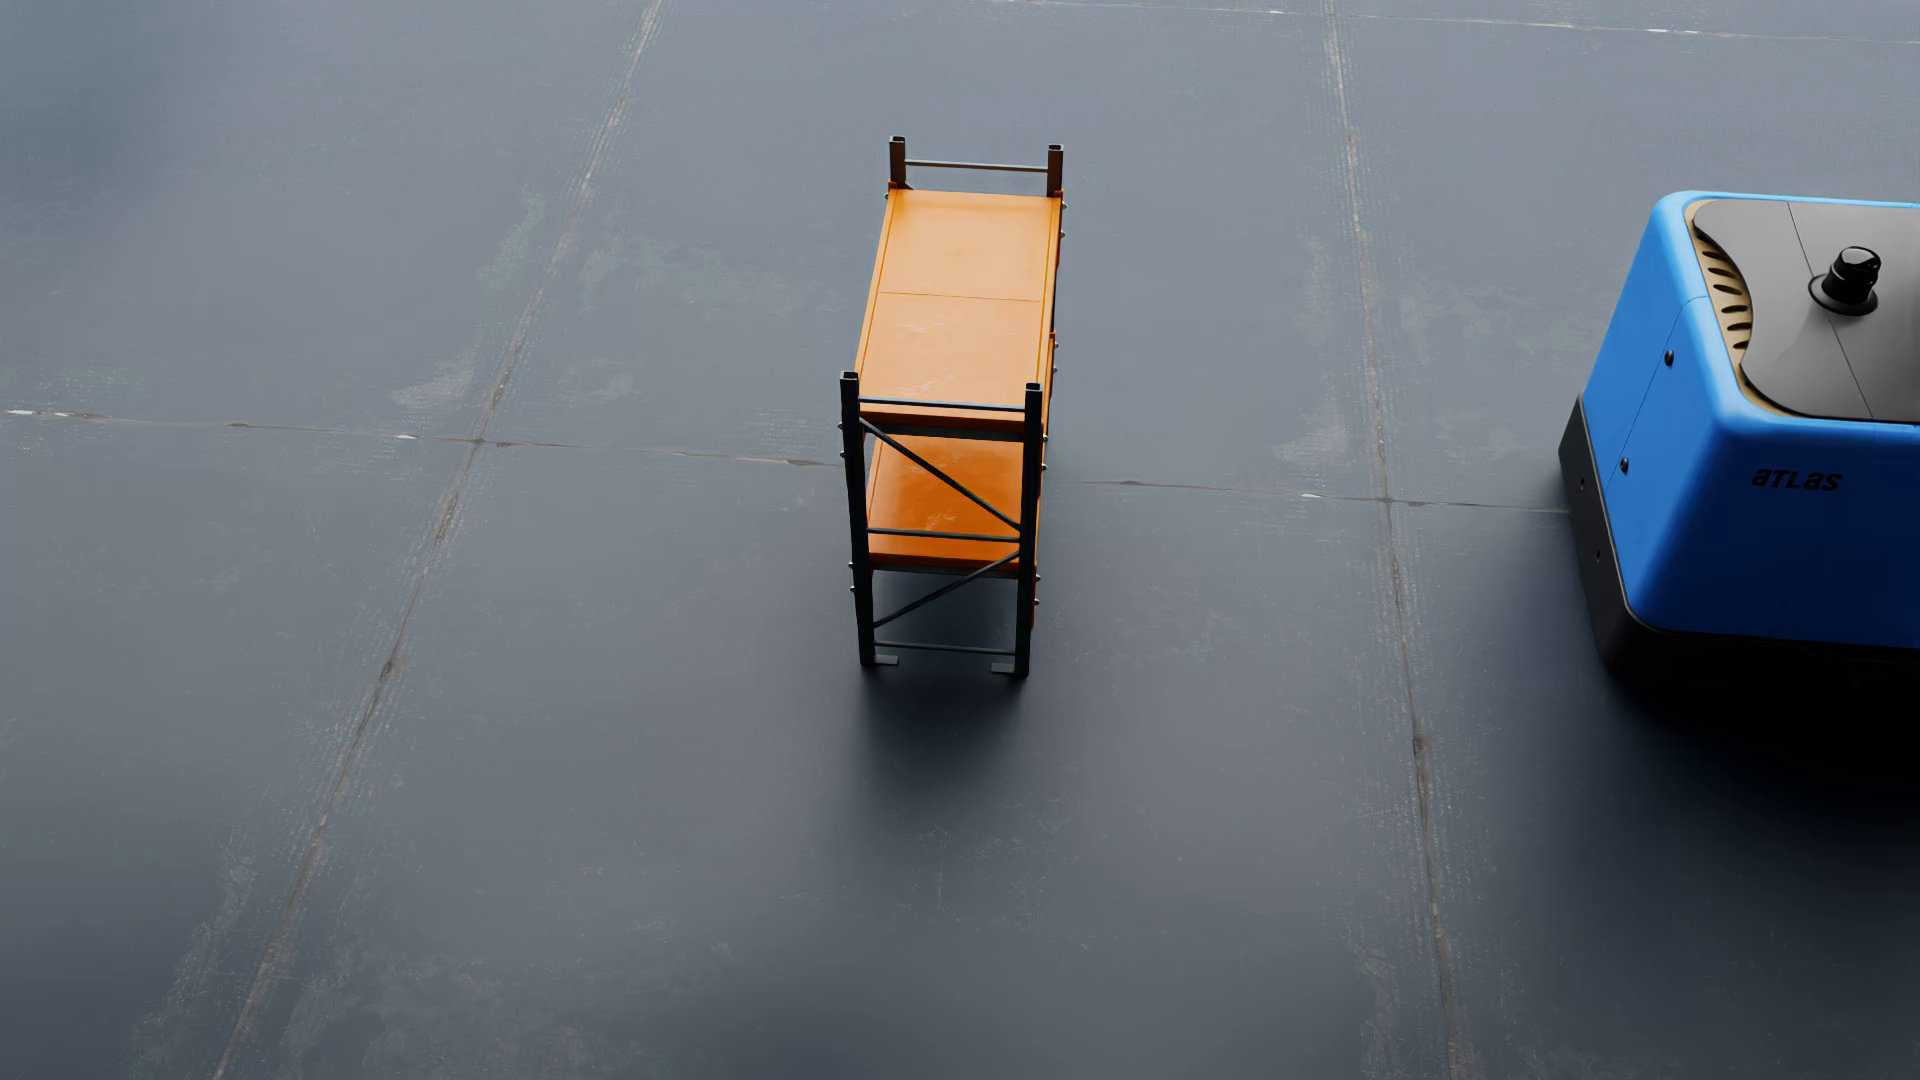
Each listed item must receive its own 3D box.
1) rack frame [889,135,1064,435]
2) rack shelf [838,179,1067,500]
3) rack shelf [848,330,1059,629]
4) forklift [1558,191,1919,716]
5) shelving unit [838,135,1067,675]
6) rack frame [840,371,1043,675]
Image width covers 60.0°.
[{"bbox_3d":[0.047,-0.758,5.181,0.500,1.125,0.032,4,48,4],"label":"rack frame"},{"bbox_3d":[0.001,-0.582,4.623,0.538,0.278,1.000,4,48,4],"label":"rack shelf"},{"bbox_3d":[0.001,-0.220,5.020,0.538,0.278,1.000,4,48,4],"label":"rack shelf"},{"bbox_3d":[3.413,-0.802,3.997,3.031,2.935,1.130,4,48,4],"label":"forklift"},{"bbox_3d":[0.001,-0.385,4.839,0.538,1.125,1.048,4,48,4],"label":"shelving unit"},{"bbox_3d":[-0.046,-0.011,4.498,0.500,1.125,0.032,4,48,4],"label":"rack frame"}]
